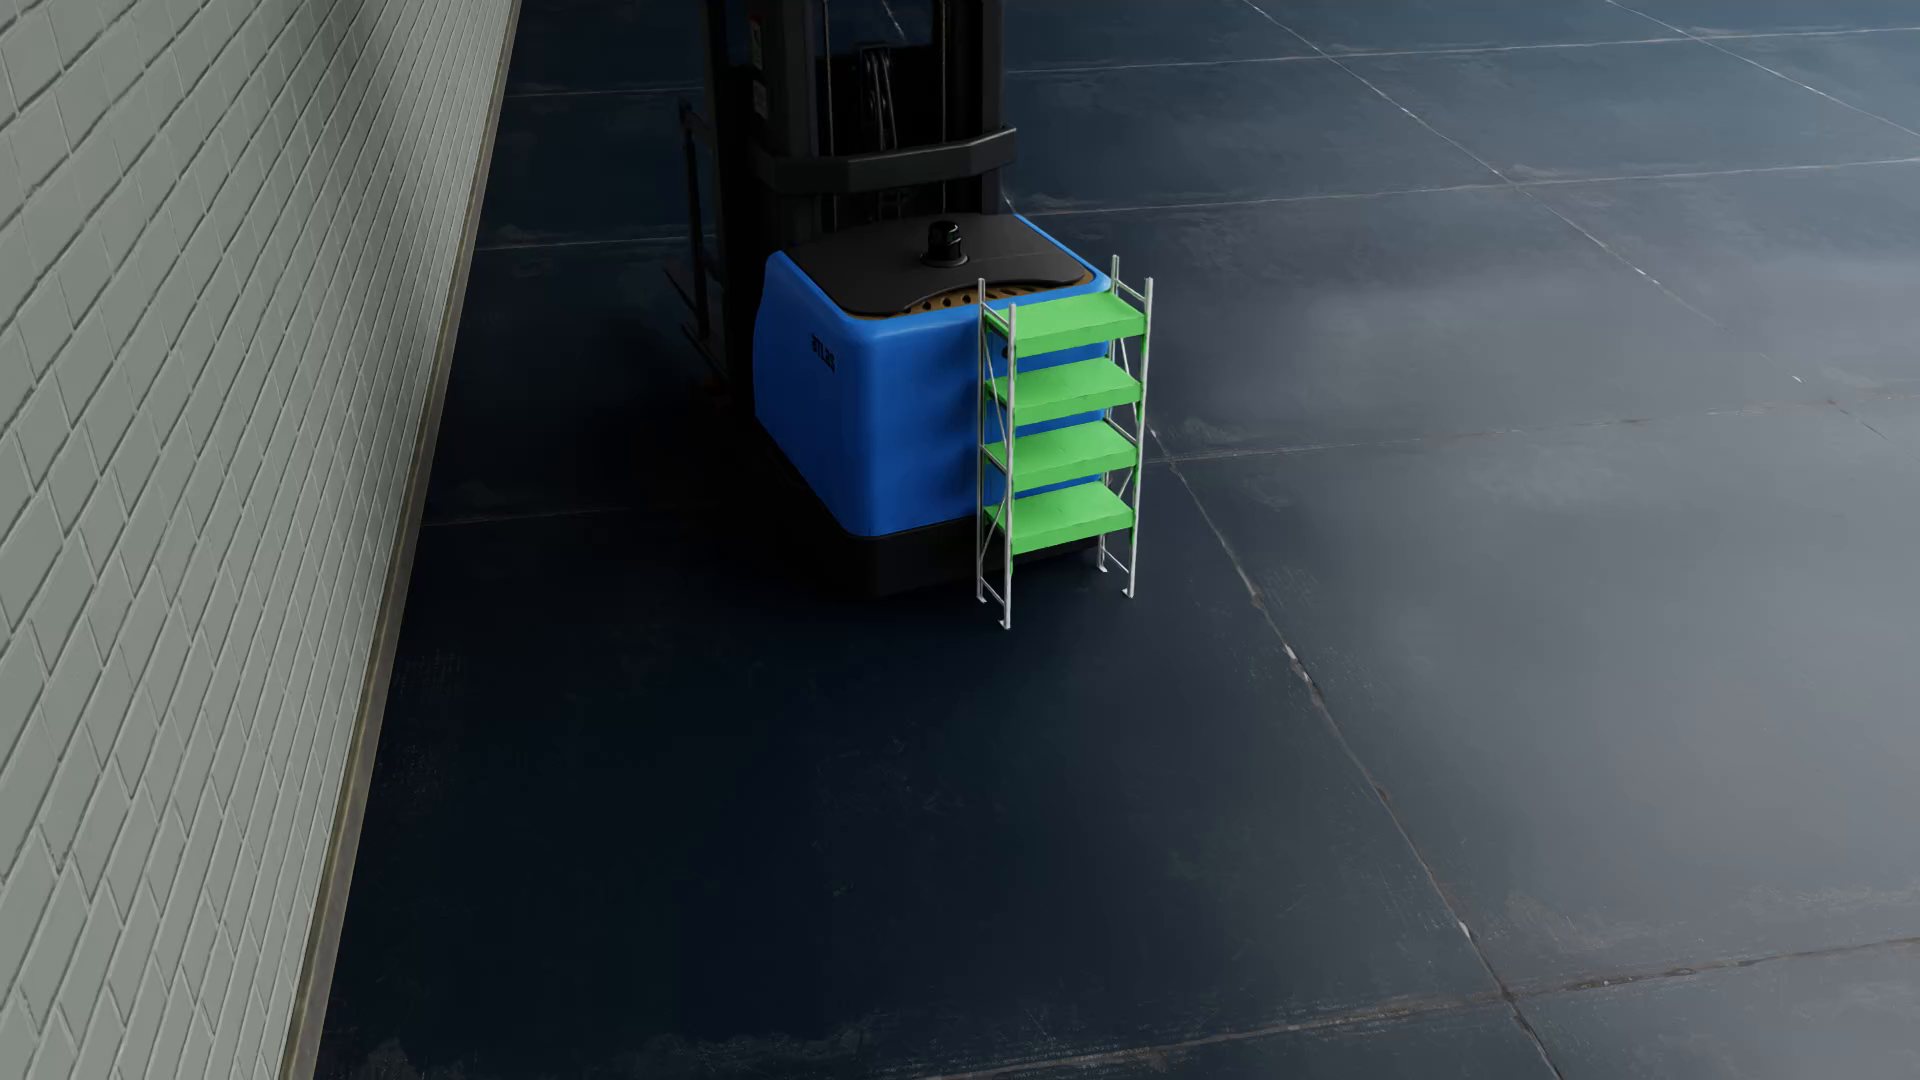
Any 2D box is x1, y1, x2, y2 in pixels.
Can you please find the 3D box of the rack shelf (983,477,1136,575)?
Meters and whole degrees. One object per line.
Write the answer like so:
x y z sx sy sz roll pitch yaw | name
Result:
0.337 -0.052 5.755 0.480 0.148 0.258 -13 33 -21 | rack shelf

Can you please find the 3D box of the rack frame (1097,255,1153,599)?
0.558 -0.366 5.689 0.015 1.200 0.240 -13 33 -21 | rack frame

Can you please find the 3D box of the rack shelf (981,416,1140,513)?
0.337 -0.259 5.633 0.480 0.148 0.258 -13 33 -21 | rack shelf

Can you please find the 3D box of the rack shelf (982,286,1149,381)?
0.337 -0.673 5.390 0.480 0.148 0.258 -13 33 -21 | rack shelf

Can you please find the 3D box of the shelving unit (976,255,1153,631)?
0.337 -0.314 5.601 0.503 1.200 0.258 -13 33 -21 | shelving unit

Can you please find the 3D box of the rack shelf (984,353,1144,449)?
0.337 -0.466 5.511 0.480 0.148 0.258 -13 33 -21 | rack shelf

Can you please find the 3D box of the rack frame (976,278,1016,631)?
0.115 -0.262 5.512 0.015 1.200 0.240 -13 33 -21 | rack frame

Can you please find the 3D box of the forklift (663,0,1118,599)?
-0.513 -1.789 6.400 1.130 2.935 3.031 -13 33 -21 | forklift
